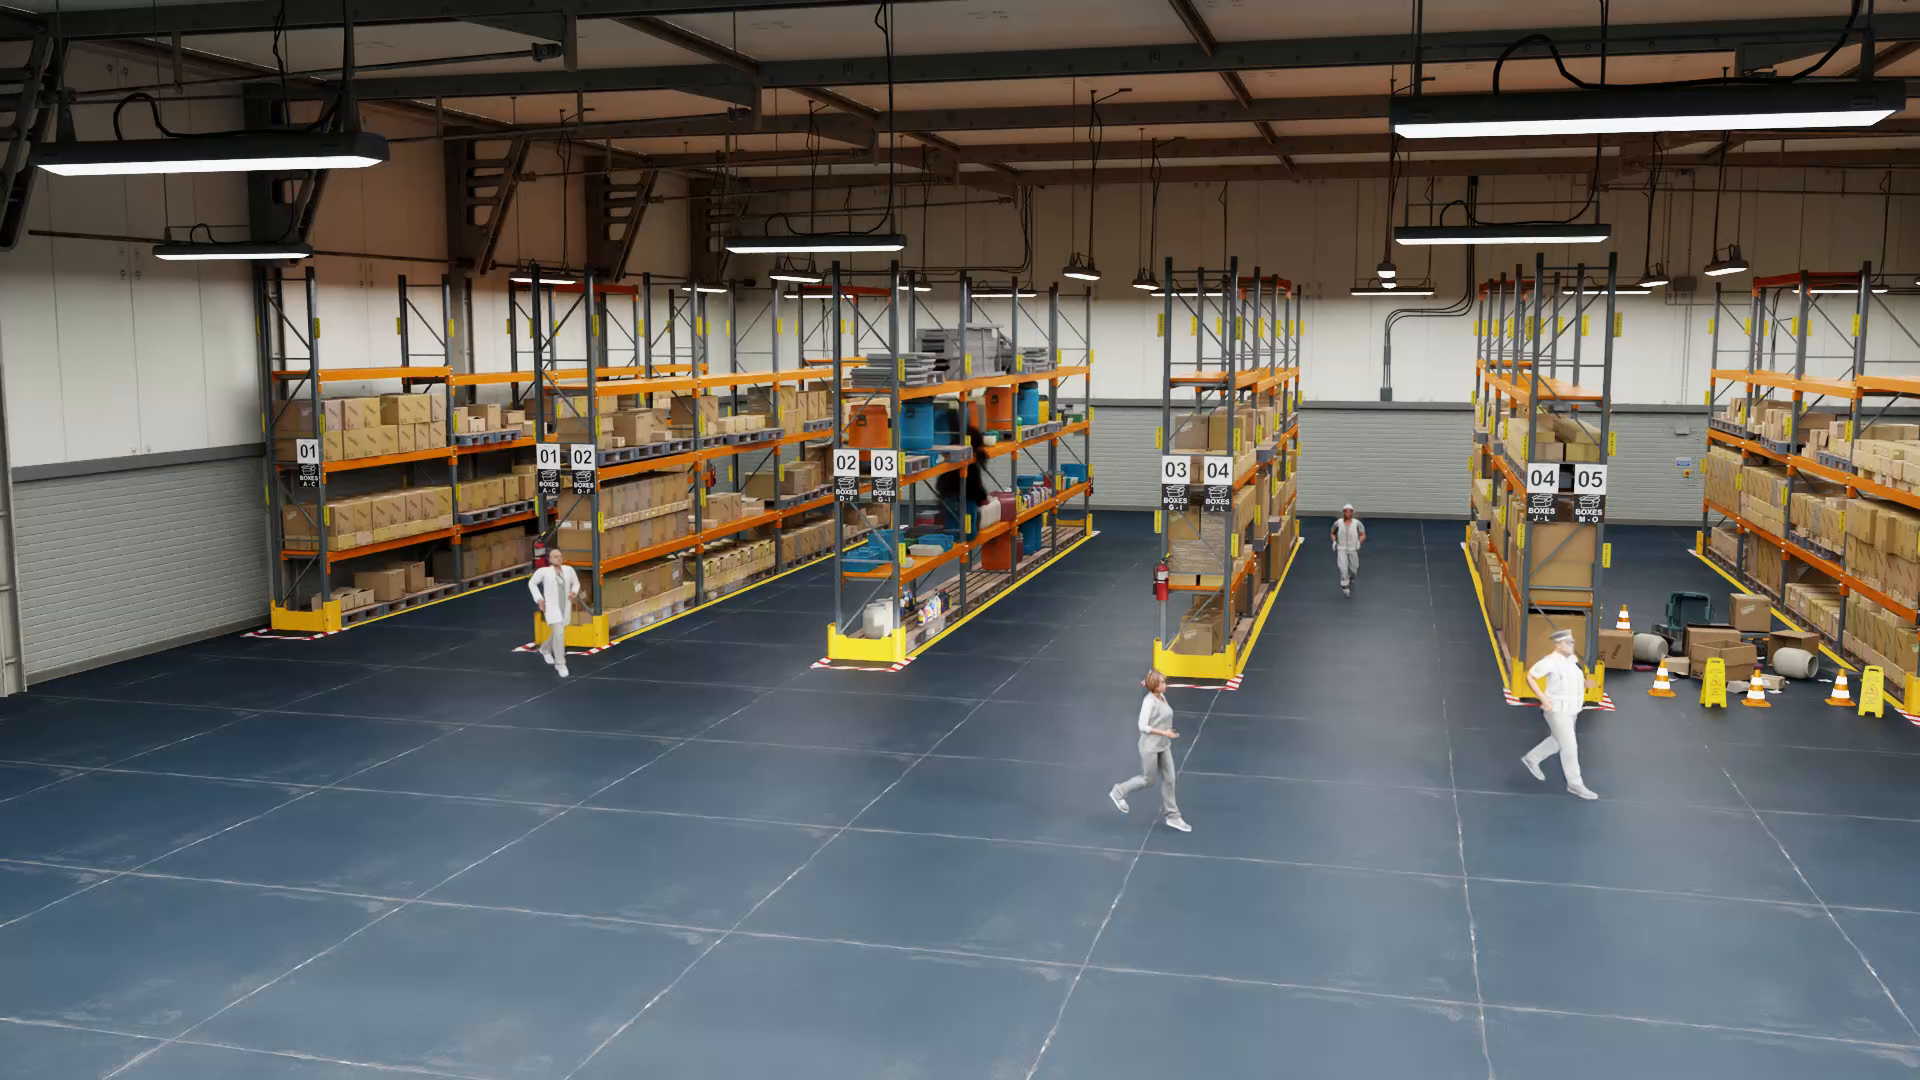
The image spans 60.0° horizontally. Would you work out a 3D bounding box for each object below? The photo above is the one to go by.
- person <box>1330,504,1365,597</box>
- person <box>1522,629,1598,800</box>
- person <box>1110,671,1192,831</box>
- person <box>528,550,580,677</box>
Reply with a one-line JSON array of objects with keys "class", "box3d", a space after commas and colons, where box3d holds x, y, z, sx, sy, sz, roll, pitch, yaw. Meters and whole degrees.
[{"class": "person", "box3d": [7.247, 0.194, 31.123, 0.643, 1.742, 0.612, 2, 7, 14]}, {"class": "person", "box3d": [6.497, 1.828, 17.967, 0.650, 1.771, 0.988, -6, 9, -40]}, {"class": "person", "box3d": [1.925, 2.097, 16.702, 0.883, 1.593, 0.547, 5, 9, 33]}, {"class": "person", "box3d": [-5.921, 1.034, 24.390, 0.713, 1.818, 0.948, -7, 10, -42]}]
